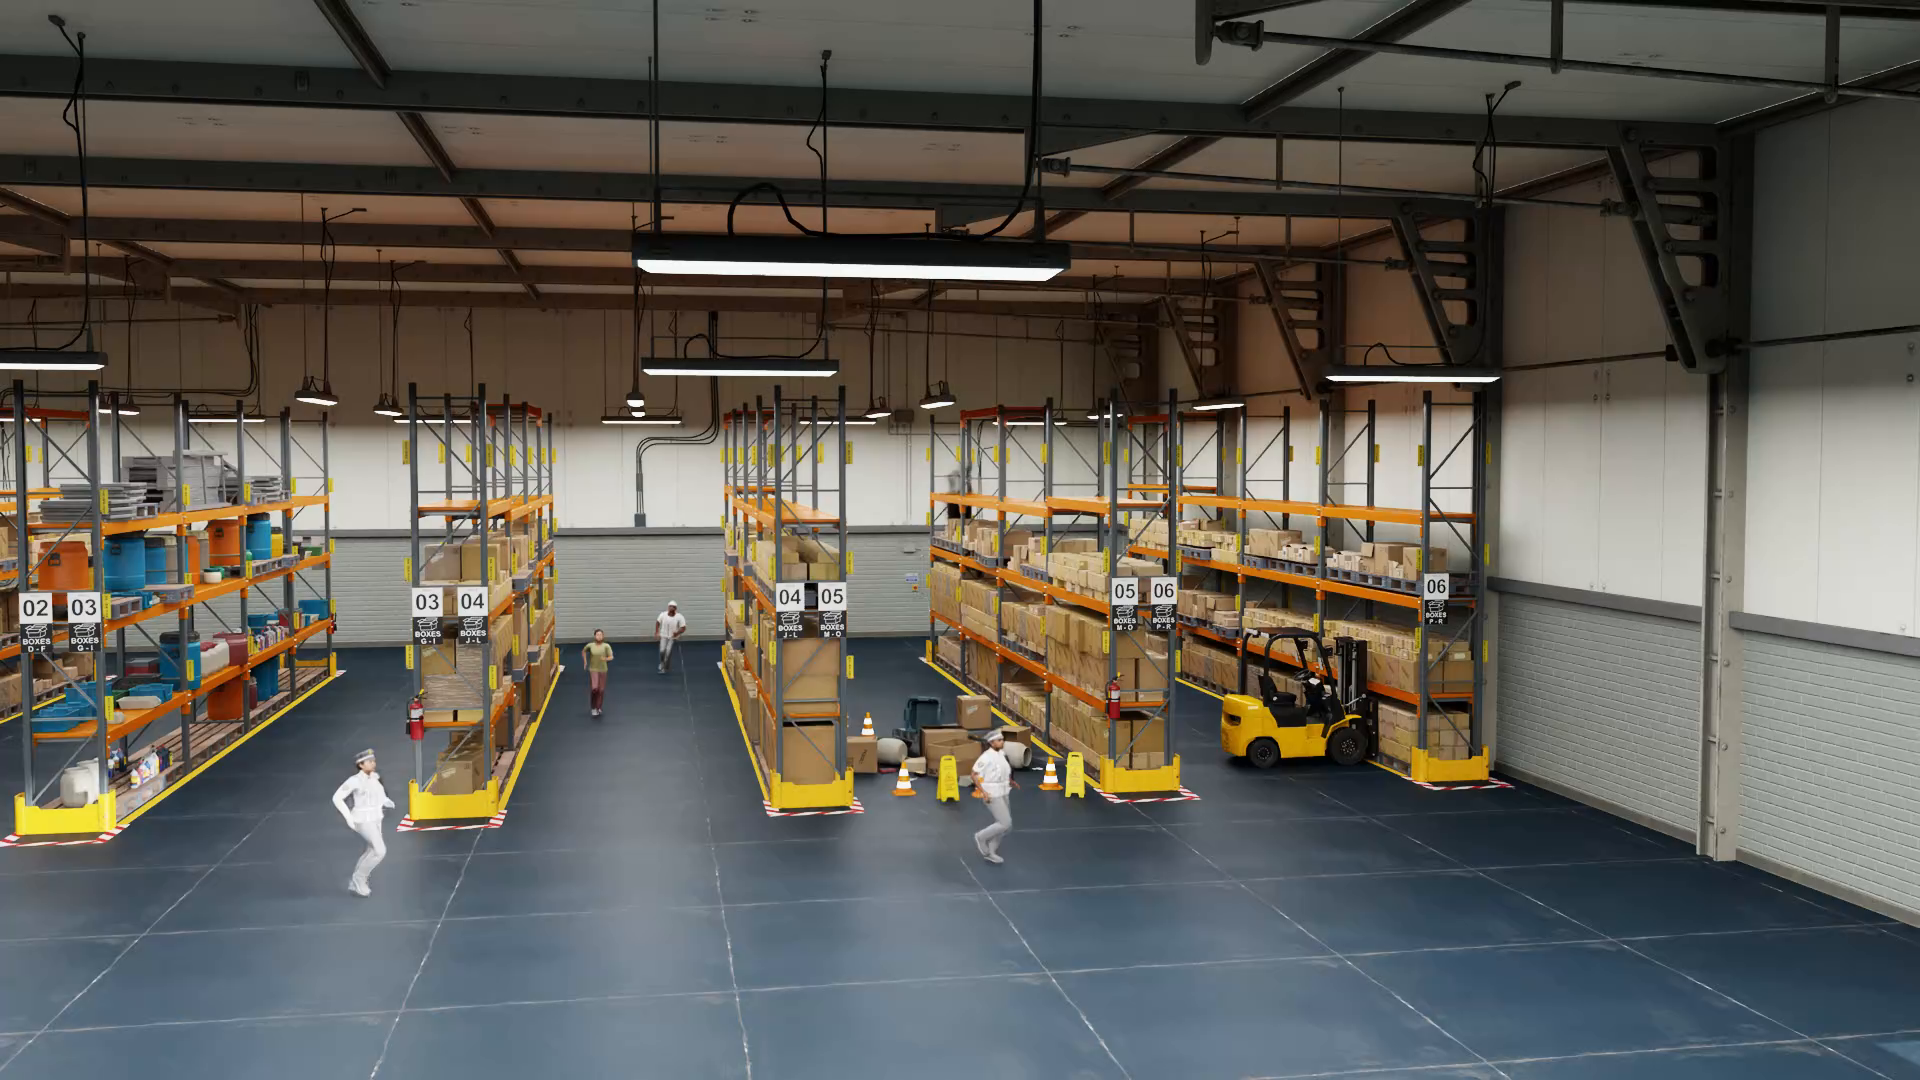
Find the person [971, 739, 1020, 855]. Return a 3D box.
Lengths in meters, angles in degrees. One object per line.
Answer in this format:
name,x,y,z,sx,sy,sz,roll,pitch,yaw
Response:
person,0.488,3.127,20.440,0.523,1.543,0.575,2,3,32

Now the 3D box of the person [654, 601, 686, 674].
person,-6.646,2.237,38.008,0.747,1.705,0.561,0,3,1

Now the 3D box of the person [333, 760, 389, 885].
person,-6.713,3.177,18.848,0.567,1.539,0.568,1,3,17
